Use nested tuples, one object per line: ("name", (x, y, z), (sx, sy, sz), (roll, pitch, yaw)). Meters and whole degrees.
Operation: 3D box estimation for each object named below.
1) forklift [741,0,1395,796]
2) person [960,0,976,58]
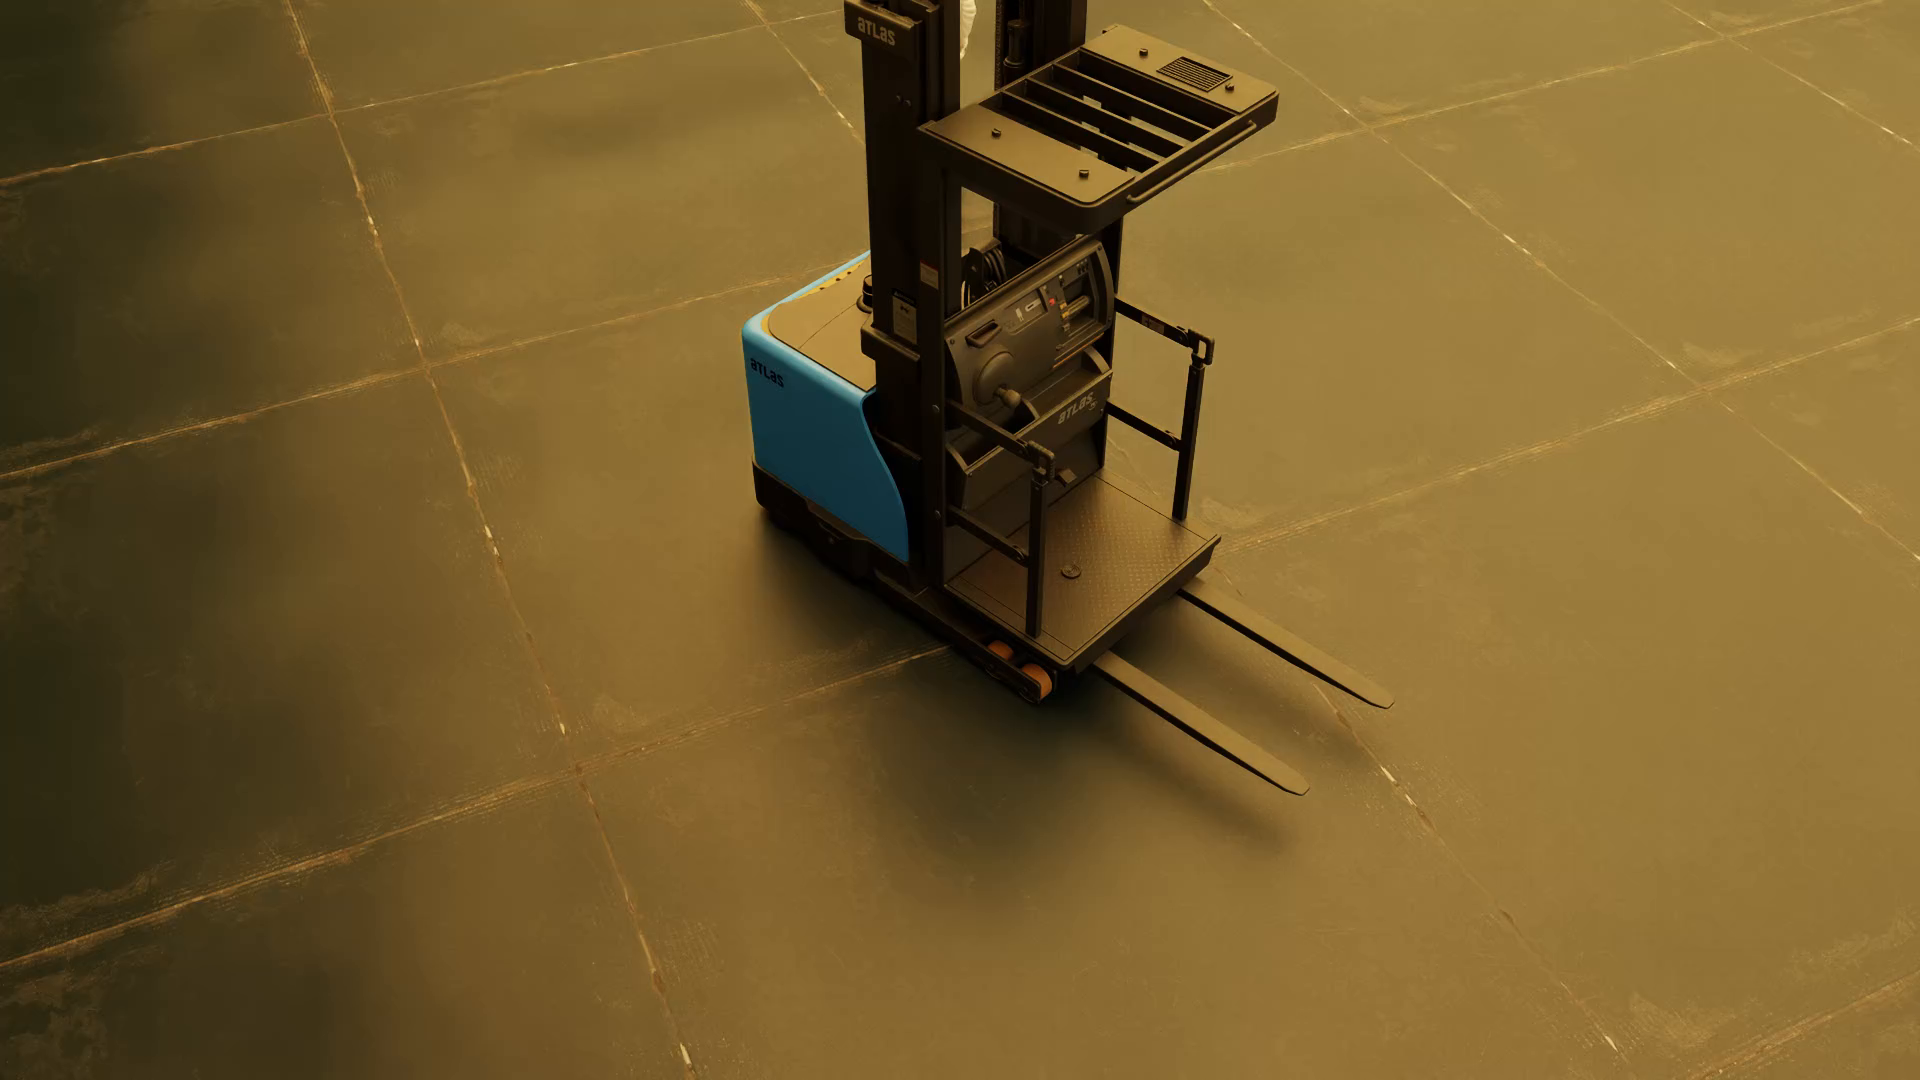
("forklift", (0.445, -0.788, 6.525), (3.031, 2.935, 1.130), (32, 52, 30))
("person", (-0.211, -2.856, 9.637), (0.587, 1.693, 0.530), (-21, 47, -21))
